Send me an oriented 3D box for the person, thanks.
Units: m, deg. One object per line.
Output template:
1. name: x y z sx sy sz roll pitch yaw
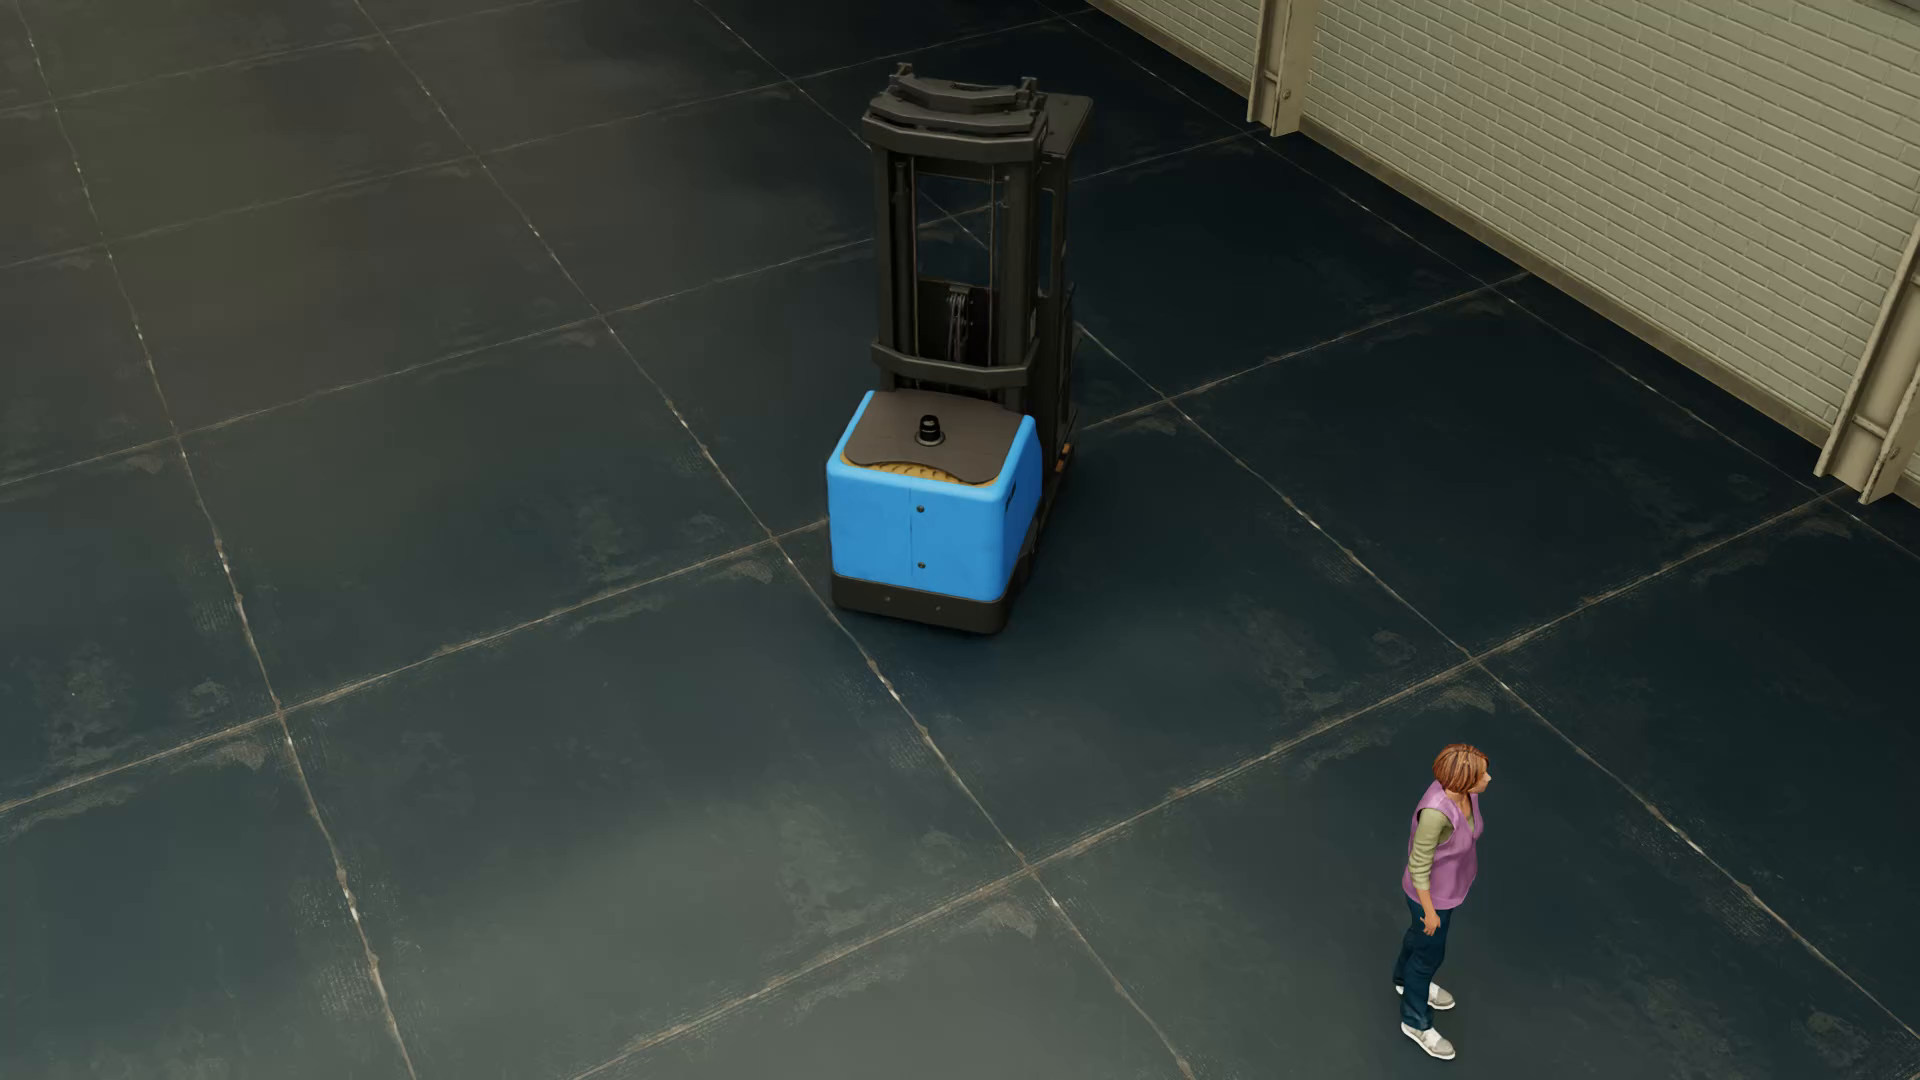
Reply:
1. person: 2.147 1.538 7.232 0.473 1.580 0.518 23 45 25

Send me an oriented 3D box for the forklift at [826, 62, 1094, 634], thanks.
1. forklift: 0.125 -1.537 9.889 1.130 2.935 3.031 10 41 12
